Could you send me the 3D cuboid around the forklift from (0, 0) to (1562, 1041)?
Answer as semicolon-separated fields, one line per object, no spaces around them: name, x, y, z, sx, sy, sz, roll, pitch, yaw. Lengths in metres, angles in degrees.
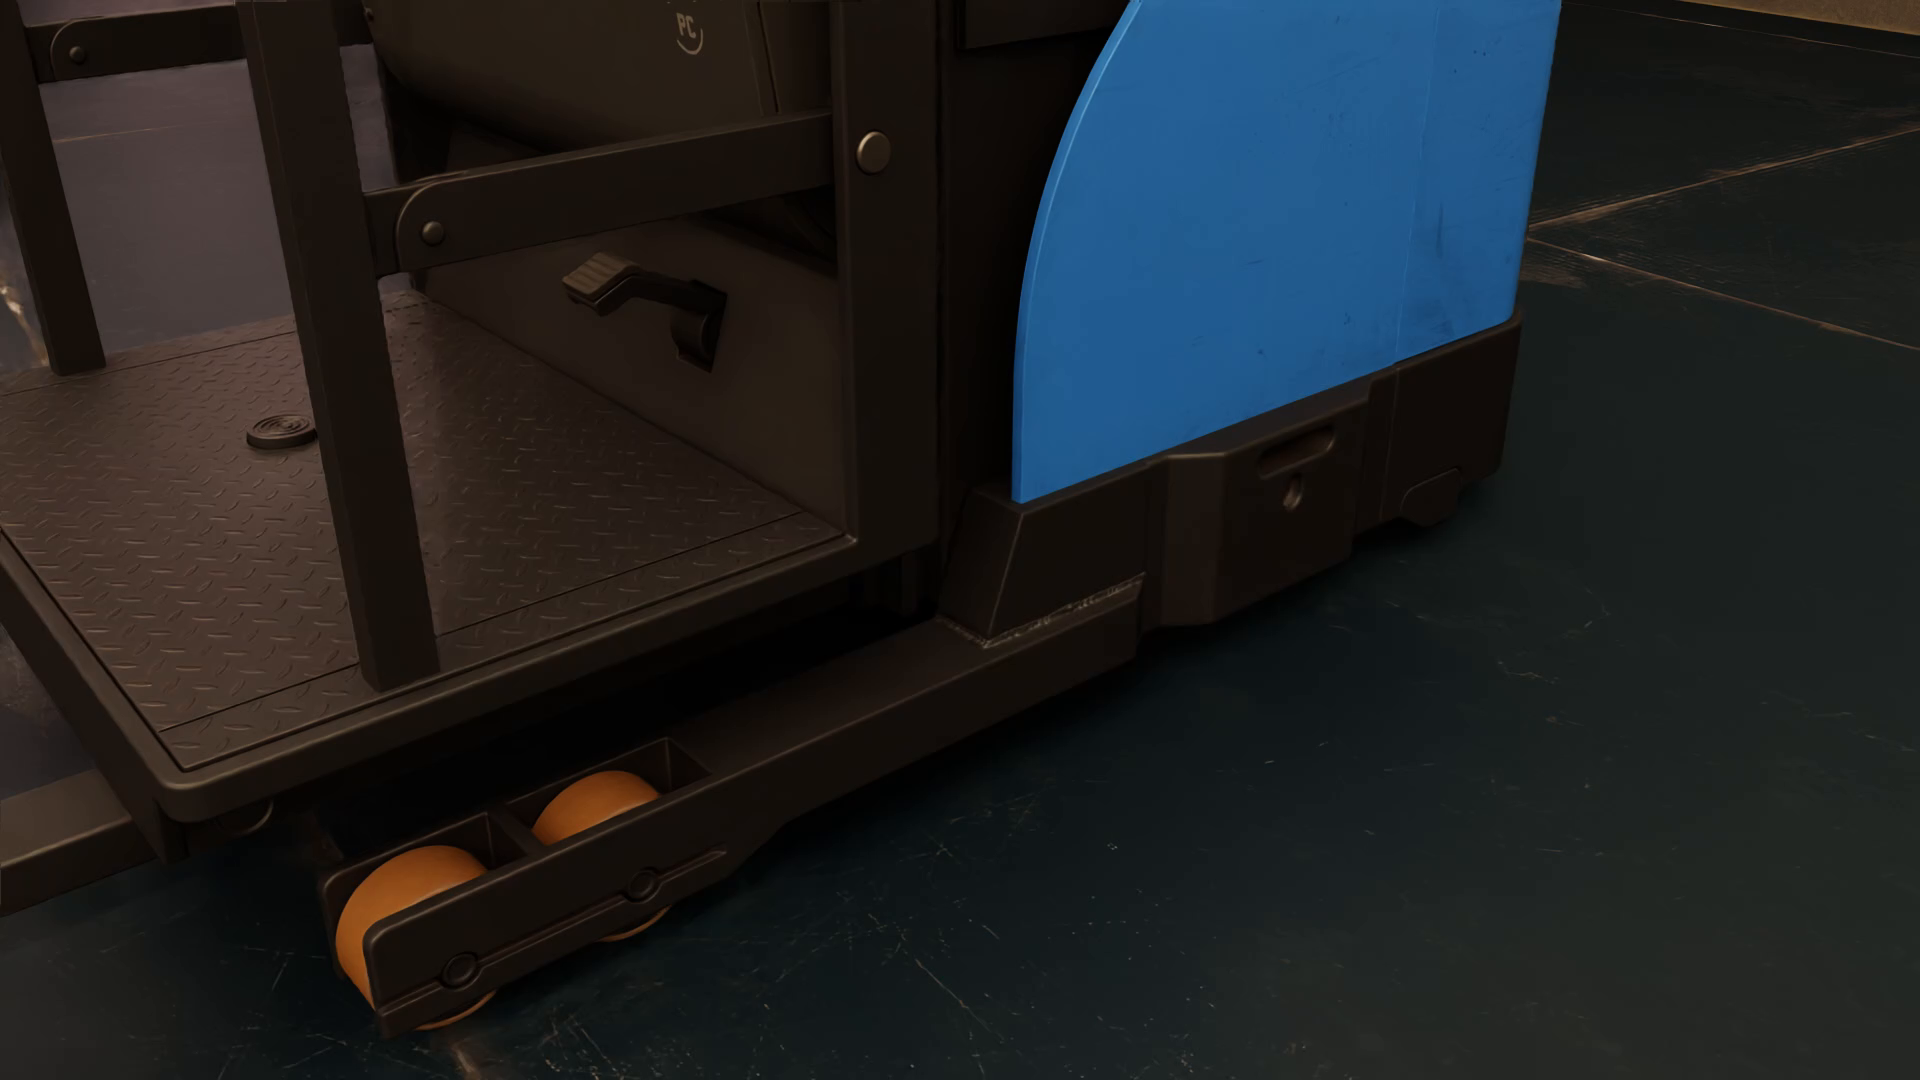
forklift;-0.608;-1.115;1.453;3.031;2.935;1.130;-21;33;-35
